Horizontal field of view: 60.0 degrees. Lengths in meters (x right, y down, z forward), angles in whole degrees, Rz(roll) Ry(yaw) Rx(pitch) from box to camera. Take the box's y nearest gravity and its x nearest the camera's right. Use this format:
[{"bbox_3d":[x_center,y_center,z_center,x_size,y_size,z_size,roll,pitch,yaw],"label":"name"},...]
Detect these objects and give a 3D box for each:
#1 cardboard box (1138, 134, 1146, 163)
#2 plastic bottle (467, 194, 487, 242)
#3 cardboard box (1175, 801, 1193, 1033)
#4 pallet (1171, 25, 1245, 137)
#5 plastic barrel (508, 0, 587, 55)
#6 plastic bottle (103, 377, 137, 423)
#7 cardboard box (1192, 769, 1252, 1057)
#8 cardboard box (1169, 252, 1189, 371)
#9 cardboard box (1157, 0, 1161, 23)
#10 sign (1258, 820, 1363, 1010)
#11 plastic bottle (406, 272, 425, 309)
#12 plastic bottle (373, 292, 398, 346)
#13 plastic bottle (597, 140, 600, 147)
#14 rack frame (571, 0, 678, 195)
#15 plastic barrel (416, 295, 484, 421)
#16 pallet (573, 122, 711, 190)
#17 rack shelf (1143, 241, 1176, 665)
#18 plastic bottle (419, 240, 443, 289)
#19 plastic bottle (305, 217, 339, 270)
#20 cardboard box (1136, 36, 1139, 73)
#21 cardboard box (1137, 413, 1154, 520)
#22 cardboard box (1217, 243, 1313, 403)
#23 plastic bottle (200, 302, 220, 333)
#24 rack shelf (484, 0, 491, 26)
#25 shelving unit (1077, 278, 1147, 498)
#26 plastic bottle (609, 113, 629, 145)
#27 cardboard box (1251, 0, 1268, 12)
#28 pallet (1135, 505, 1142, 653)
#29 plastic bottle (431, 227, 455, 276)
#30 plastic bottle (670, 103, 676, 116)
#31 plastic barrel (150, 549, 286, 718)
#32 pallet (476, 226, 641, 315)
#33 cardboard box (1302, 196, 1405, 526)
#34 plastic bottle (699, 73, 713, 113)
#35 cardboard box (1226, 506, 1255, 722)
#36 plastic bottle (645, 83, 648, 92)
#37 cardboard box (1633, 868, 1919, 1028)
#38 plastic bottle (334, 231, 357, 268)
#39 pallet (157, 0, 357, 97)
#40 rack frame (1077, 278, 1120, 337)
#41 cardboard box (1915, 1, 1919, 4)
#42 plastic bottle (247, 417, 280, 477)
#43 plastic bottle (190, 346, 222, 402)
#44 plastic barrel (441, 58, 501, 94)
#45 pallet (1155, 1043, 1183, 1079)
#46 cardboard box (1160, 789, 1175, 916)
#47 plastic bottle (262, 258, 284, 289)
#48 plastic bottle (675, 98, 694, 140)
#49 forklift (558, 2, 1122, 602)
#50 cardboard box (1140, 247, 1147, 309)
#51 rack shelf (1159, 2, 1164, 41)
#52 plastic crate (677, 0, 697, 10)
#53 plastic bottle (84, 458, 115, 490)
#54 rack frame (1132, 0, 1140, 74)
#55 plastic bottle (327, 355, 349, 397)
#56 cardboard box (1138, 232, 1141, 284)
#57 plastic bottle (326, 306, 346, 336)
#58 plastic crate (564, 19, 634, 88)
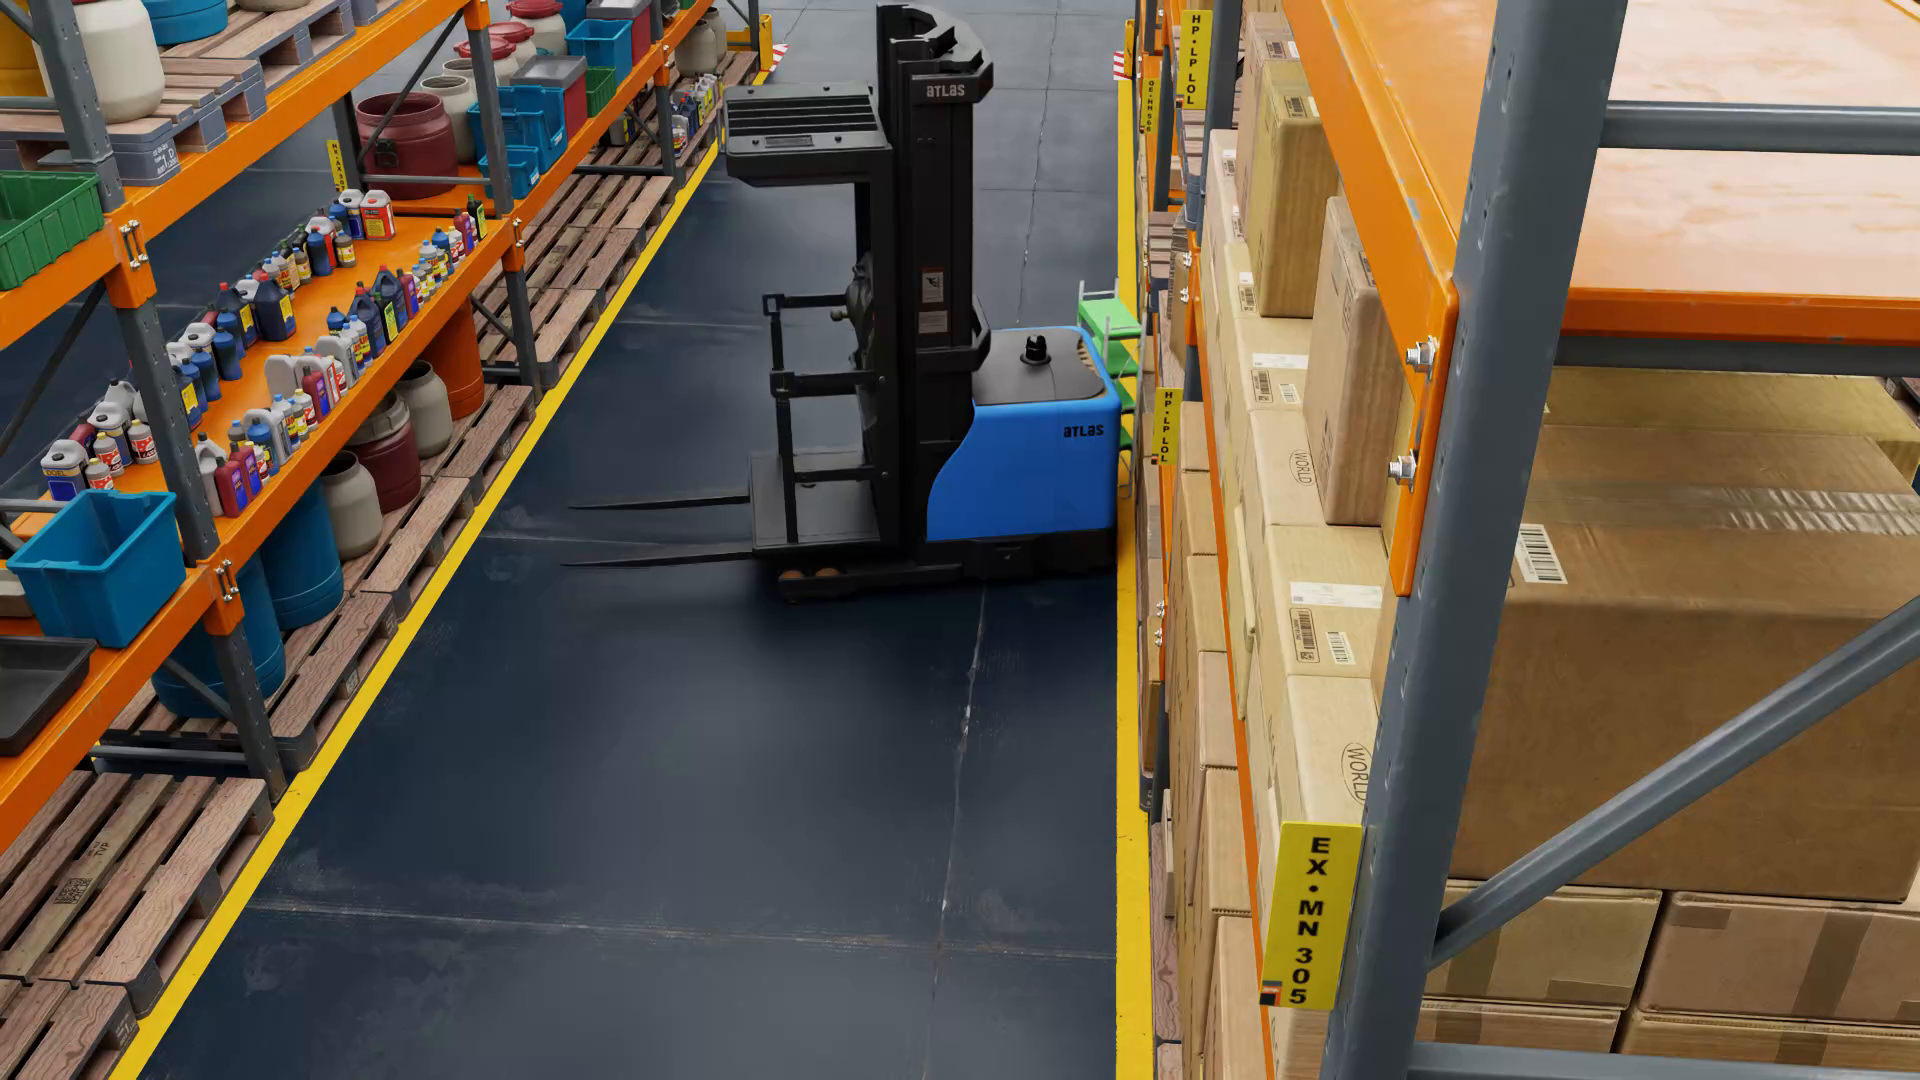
[{"bbox_3d":[1.701,-3.134,13.443,0.500,0.311,0.500,3,32,4],"label":"cardboard box"},{"bbox_3d":[-2.887,-1.935,9.923,0.061,0.283,0.133,2,32,4],"label":"plastic bottle"},{"bbox_3d":[0.897,1.098,4.794,0.500,0.500,0.500,2,32,3],"label":"cardboard box"},{"bbox_3d":[1.536,-1.987,7.216,1.213,0.211,1.003,2,32,4],"label":"pallet"},{"bbox_3d":[-3.287,-4.331,13.221,0.600,0.901,0.708,2,32,4],"label":"plastic barrel"},{"bbox_3d":[-3.856,-0.597,7.687,0.144,0.351,0.185,2,32,4],"label":"plastic bottle"},{"bbox_3d":[0.846,0.934,4.108,0.500,0.500,0.500,3,32,5],"label":"cardboard box"},{"bbox_3d":[1.414,-1.058,7.892,0.700,0.500,0.500,-5,32,-9],"label":"cardboard box"},{"bbox_3d":[2.049,-4.644,14.111,0.700,0.500,0.500,2,32,3],"label":"cardboard box"},{"bbox_3d":[0.454,0.494,2.167,0.100,0.325,0.005,2,32,4],"label":"sign"},{"bbox_3d":[-2.989,-1.364,9.074,0.097,0.201,0.097,0,32,0],"label":"plastic bottle"},{"bbox_3d":[-3.006,-1.171,8.683,0.061,0.283,0.133,2,32,4],"label":"plastic bottle"},{"bbox_3d":[-3.243,-3.603,14.688,0.061,0.283,0.133,4,32,6],"label":"plastic bottle"},{"bbox_3d":[-2.954,-4.307,13.659,1.000,3.000,0.127,2,32,4],"label":"rack frame"},{"bbox_3d":[-3.302,-1.213,10.308,0.600,0.830,0.708,2,32,4],"label":"plastic barrel"},{"bbox_3d":[-2.858,-3.469,14.958,1.003,0.211,1.213,2,32,4],"label":"pallet"},{"bbox_3d":[1.494,-0.649,8.410,1.077,0.370,4.000,2,32,4],"label":"rack shelf"},{"bbox_3d":[-2.965,-1.547,9.303,0.097,0.271,0.097,0,32,0],"label":"plastic bottle"},{"bbox_3d":[-3.675,-1.708,9.560,0.152,0.276,0.135,2,32,4],"label":"plastic bottle"},{"bbox_3d":[2.043,-4.922,16.878,0.500,0.250,0.500,2,32,4],"label":"cardboard box"},{"bbox_3d":[1.252,-0.363,9.223,0.500,0.500,0.500,2,32,3],"label":"cardboard box"},{"bbox_3d":[0.953,-0.570,4.403,0.500,0.250,0.500,2,32,4],"label":"cardboard box"},{"bbox_3d":[-3.821,-1.063,8.507,0.061,0.283,0.133,2,32,4],"label":"plastic bottle"},{"bbox_3d":[-3.117,-4.231,11.364,1.077,0.370,4.000,2,32,4],"label":"rack shelf"},{"bbox_3d":[0.861,-0.881,9.800,0.258,1.200,0.503,-7,33,-12],"label":"shelving unit"},{"bbox_3d":[-3.045,-3.709,14.795,0.144,0.351,0.185,2,32,4],"label":"plastic bottle"},{"bbox_3d":[1.478,-2.061,6.566,0.600,0.600,0.600,2,32,3],"label":"cardboard box"},{"bbox_3d":[1.457,0.211,8.987,1.003,0.211,1.213,2,32,4],"label":"pallet"},{"bbox_3d":[-2.949,-1.648,9.469,0.097,0.271,0.097,0,32,0],"label":"plastic bottle"},{"bbox_3d":[-2.618,-3.777,14.905,0.144,0.351,0.185,2,32,4],"label":"plastic bottle"},{"bbox_3d":[-3.544,0.307,7.772,0.600,0.901,0.708,2,32,4],"label":"plastic barrel"},{"bbox_3d":[-3.076,-2.067,12.684,1.003,0.211,1.213,2,32,4],"label":"pallet"},{"bbox_3d":[1.090,-0.357,3.342,0.700,0.500,0.500,2,32,4],"label":"cardboard box"},{"bbox_3d":[-2.409,-4.189,15.574,0.144,0.351,0.185,4,32,6],"label":"plastic bottle"},{"bbox_3d":[0.864,0.166,3.686,0.500,0.250,0.500,2,32,4],"label":"cardboard box"},{"bbox_3d":[-3.086,-4.489,16.137,0.097,0.271,0.097,0,32,0],"label":"plastic bottle"},{"bbox_3d":[1.307,0.498,2.670,0.500,0.250,0.500,2,32,4],"label":"cardboard box"},{"bbox_3d":[-3.549,-1.680,9.587,0.097,0.201,0.097,0,32,0],"label":"plastic bottle"},{"bbox_3d":[-3.549,-2.327,7.768,1.003,0.211,1.213,2,32,4],"label":"pallet"},{"bbox_3d":[0.803,-1.008,10.000,0.240,1.200,0.015,-7,33,-12],"label":"rack frame"},{"bbox_3d":[6.792,-3.557,11.928,0.700,0.500,0.500,6,32,9],"label":"cardboard box"},{"bbox_3d":[-3.140,-0.424,7.482,0.097,0.271,0.097,0,32,0],"label":"plastic bottle"},{"bbox_3d":[-3.688,-0.818,8.121,0.097,0.271,0.097,0,32,0],"label":"plastic bottle"},{"bbox_3d":[-3.374,-3.030,11.481,0.421,0.512,0.421,0,32,0],"label":"plastic barrel"},{"bbox_3d":[1.178,2.276,5.636,1.003,0.211,1.213,2,32,4],"label":"pallet"},{"bbox_3d":[1.082,1.258,6.774,0.500,0.311,0.500,2,32,4],"label":"cardboard box"},{"bbox_3d":[-3.749,-1.405,9.074,0.097,0.271,0.097,0,32,0],"label":"plastic bottle"},{"bbox_3d":[-2.474,-3.770,14.895,0.144,0.351,0.185,3,32,5],"label":"plastic bottle"},{"bbox_3d":[-0.694,-1.210,8.699,3.031,2.935,1.130,-4,32,-7],"label":"forklift"},{"bbox_3d":[1.490,-1.805,11.286,0.500,0.311,0.500,2,32,3],"label":"cardboard box"},{"bbox_3d":[1.820,-4.018,11.018,1.077,0.370,4.000,2,32,4],"label":"rack shelf"},{"bbox_3d":[-2.562,-4.914,14.847,0.450,0.188,0.662,2,32,4],"label":"plastic crate"},{"bbox_3d":[-3.769,-0.263,7.287,0.097,0.201,0.097,0,32,0],"label":"plastic bottle"},{"bbox_3d":[2.308,-6.185,16.707,1.000,3.000,0.127,2,32,4],"label":"rack frame"},{"bbox_3d":[-3.076,-0.808,8.172,0.097,0.201,0.097,0,32,0],"label":"plastic bottle"},{"bbox_3d":[1.578,-2.097,12.294,0.500,0.250,0.500,3,32,5],"label":"cardboard box"},{"bbox_3d":[-3.185,-1.067,8.525,0.097,0.271,0.097,0,32,0],"label":"plastic bottle"},{"bbox_3d":[-2.734,-3.710,12.706,0.392,0.384,0.575,2,32,4],"label":"plastic crate"}]
